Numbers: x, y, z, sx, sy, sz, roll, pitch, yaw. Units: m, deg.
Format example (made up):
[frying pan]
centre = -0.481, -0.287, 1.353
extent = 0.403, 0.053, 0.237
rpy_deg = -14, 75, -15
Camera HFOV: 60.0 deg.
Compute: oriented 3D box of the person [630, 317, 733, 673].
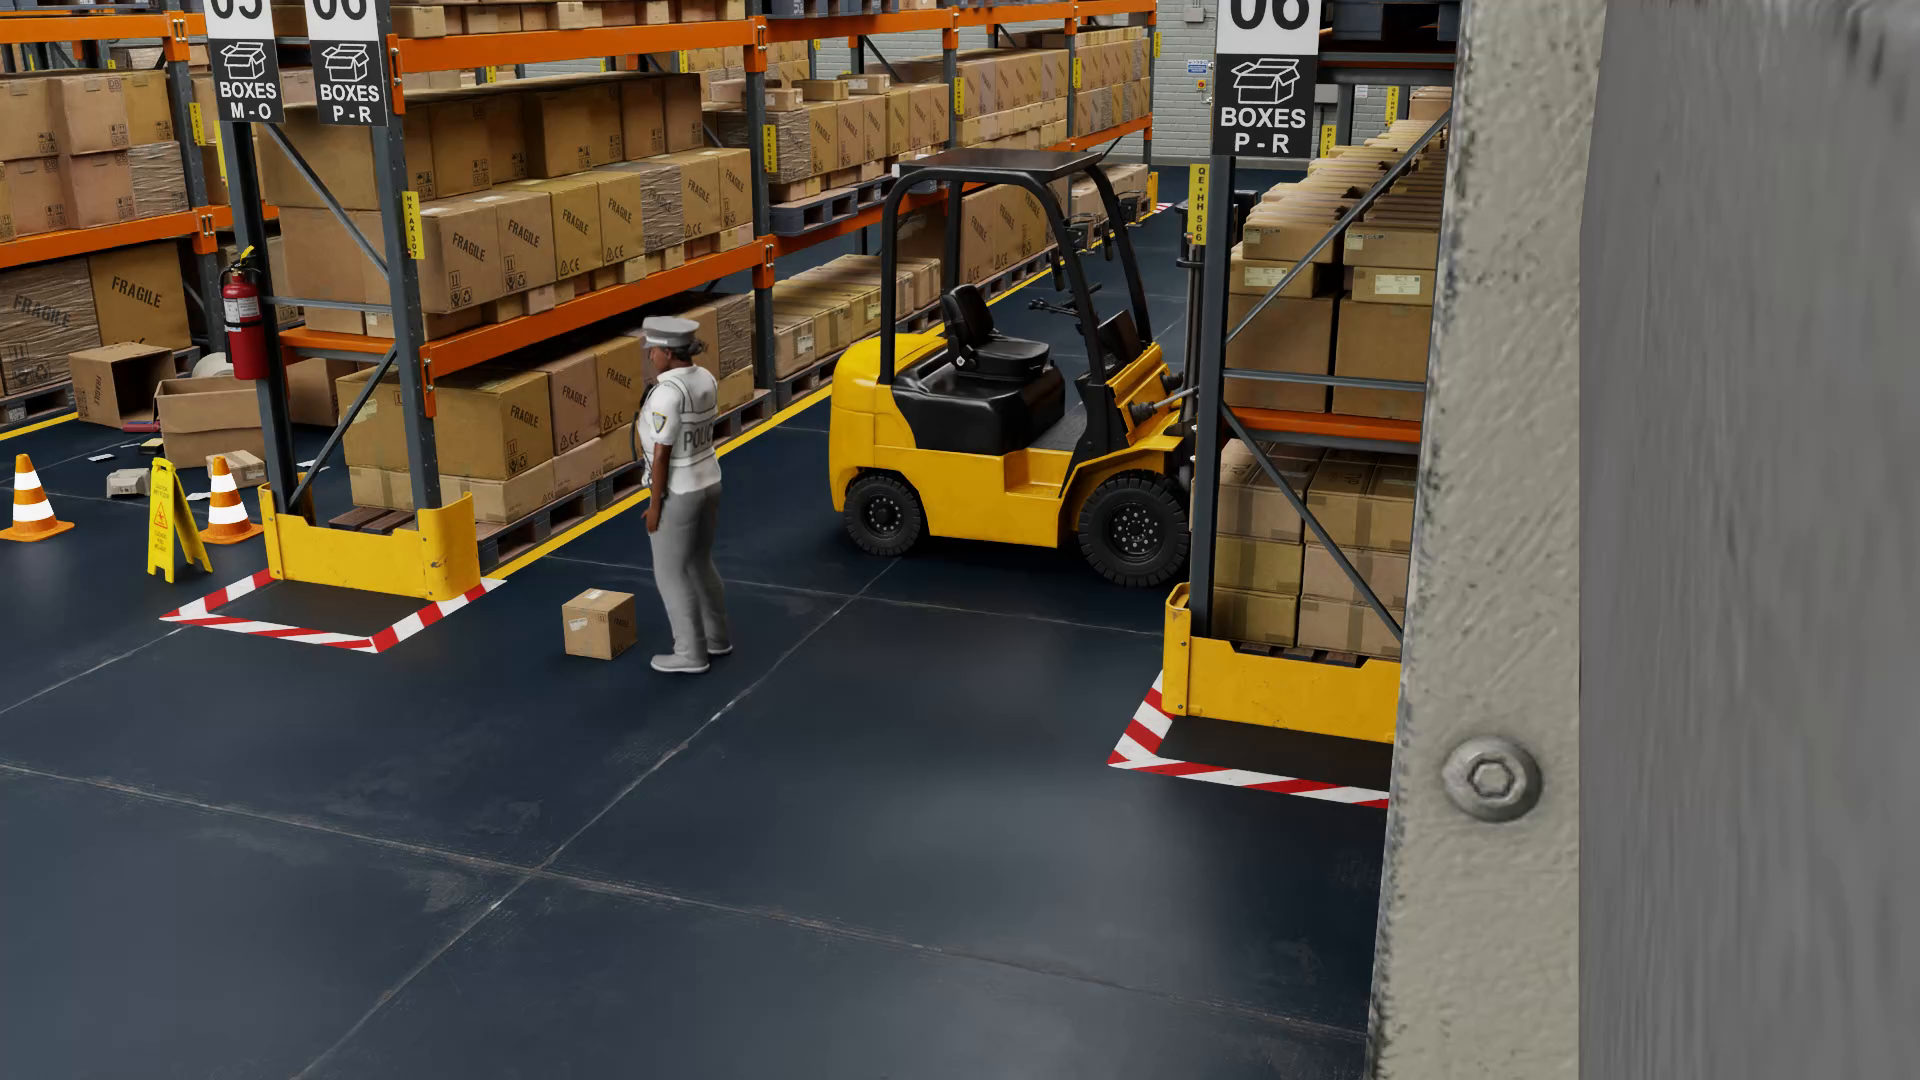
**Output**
[person]
centre = -1.285, -0.201, 7.639
extent = 0.341, 1.659, 0.438
rpy_deg = 7, 20, 19
